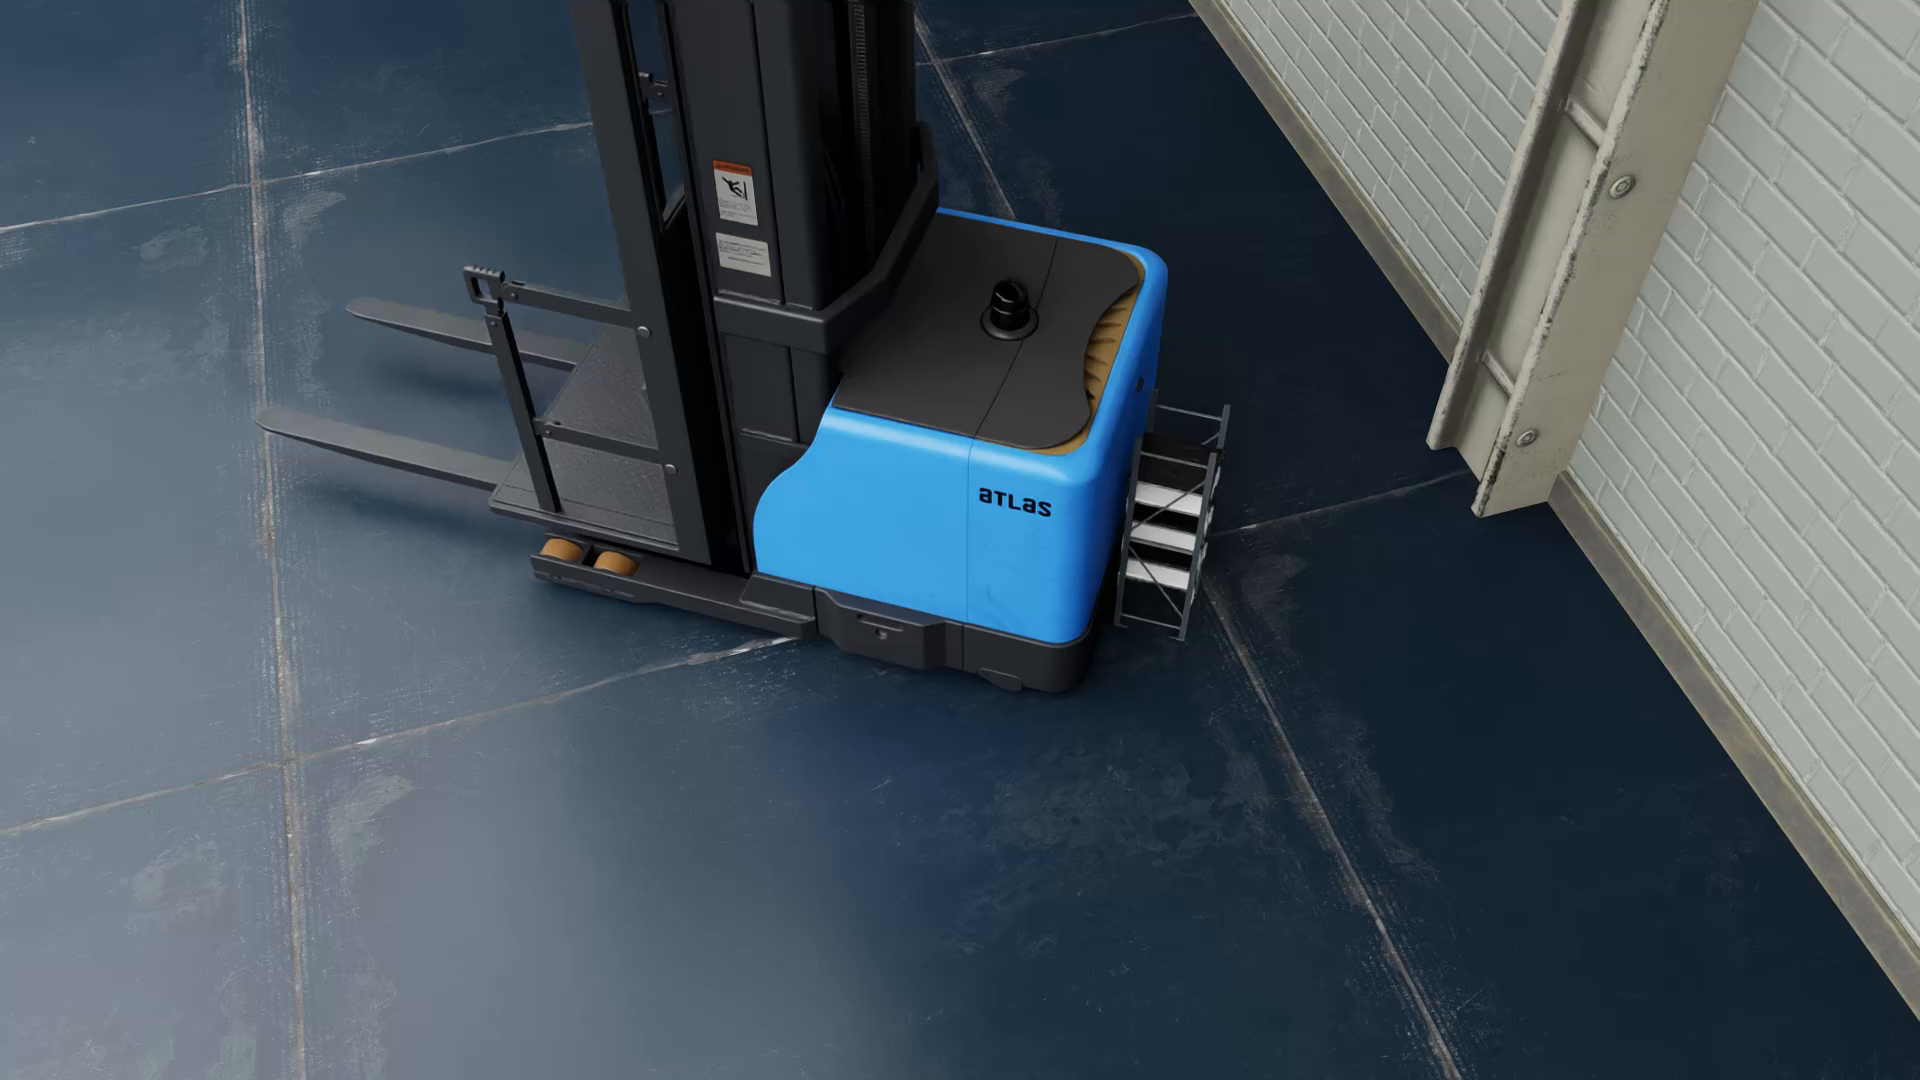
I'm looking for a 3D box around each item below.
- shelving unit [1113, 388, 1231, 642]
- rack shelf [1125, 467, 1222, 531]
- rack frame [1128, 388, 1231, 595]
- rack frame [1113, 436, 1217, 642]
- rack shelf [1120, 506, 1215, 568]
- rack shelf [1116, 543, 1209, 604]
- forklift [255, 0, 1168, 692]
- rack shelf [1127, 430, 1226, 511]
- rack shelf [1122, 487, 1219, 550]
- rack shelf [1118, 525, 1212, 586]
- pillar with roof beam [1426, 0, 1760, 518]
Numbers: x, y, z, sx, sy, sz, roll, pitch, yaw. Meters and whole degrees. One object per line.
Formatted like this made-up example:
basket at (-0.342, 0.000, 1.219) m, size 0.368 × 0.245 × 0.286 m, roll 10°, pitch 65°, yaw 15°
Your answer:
shelving unit at (0.654, -0.058, 5.210) m, size 0.258 × 0.900 × 0.210 m, roll 13°, pitch 51°, yaw 11°
rack shelf at (0.654, -0.153, 5.098) m, size 0.258 × 0.077 × 0.200 m, roll 13°, pitch 51°, yaw 11°
rack frame at (0.684, -0.132, 5.273) m, size 0.240 × 0.900 × 0.006 m, roll 13°, pitch 51°, yaw 11°
rack frame at (0.624, 0.016, 5.147) m, size 0.240 × 0.900 × 0.006 m, roll 13°, pitch 51°, yaw 11°
rack shelf at (0.654, -0.037, 5.235) m, size 0.258 × 0.077 × 0.200 m, roll 13°, pitch 51°, yaw 11°
rack shelf at (0.654, 0.079, 5.373) m, size 0.258 × 0.077 × 0.200 m, roll 13°, pitch 51°, yaw 11°
forklift at (-0.922, -1.120, 4.777) m, size 3.031 × 2.935 × 1.130 m, roll 13°, pitch 51°, yaw 11°
rack shelf at (0.654, -0.211, 5.029) m, size 0.258 × 0.077 × 0.200 m, roll 13°, pitch 51°, yaw 11°
rack shelf at (0.654, -0.095, 5.167) m, size 0.258 × 0.077 × 0.200 m, roll 13°, pitch 51°, yaw 11°
rack shelf at (0.654, 0.021, 5.304) m, size 0.258 × 0.077 × 0.200 m, roll 13°, pitch 51°, yaw 11°
pillar with roof beam at (-2.212, -2.184, 1.705) m, size 9.100 × 9.000 × 0.400 m, roll -13°, pitch 51°, yaw -11°
